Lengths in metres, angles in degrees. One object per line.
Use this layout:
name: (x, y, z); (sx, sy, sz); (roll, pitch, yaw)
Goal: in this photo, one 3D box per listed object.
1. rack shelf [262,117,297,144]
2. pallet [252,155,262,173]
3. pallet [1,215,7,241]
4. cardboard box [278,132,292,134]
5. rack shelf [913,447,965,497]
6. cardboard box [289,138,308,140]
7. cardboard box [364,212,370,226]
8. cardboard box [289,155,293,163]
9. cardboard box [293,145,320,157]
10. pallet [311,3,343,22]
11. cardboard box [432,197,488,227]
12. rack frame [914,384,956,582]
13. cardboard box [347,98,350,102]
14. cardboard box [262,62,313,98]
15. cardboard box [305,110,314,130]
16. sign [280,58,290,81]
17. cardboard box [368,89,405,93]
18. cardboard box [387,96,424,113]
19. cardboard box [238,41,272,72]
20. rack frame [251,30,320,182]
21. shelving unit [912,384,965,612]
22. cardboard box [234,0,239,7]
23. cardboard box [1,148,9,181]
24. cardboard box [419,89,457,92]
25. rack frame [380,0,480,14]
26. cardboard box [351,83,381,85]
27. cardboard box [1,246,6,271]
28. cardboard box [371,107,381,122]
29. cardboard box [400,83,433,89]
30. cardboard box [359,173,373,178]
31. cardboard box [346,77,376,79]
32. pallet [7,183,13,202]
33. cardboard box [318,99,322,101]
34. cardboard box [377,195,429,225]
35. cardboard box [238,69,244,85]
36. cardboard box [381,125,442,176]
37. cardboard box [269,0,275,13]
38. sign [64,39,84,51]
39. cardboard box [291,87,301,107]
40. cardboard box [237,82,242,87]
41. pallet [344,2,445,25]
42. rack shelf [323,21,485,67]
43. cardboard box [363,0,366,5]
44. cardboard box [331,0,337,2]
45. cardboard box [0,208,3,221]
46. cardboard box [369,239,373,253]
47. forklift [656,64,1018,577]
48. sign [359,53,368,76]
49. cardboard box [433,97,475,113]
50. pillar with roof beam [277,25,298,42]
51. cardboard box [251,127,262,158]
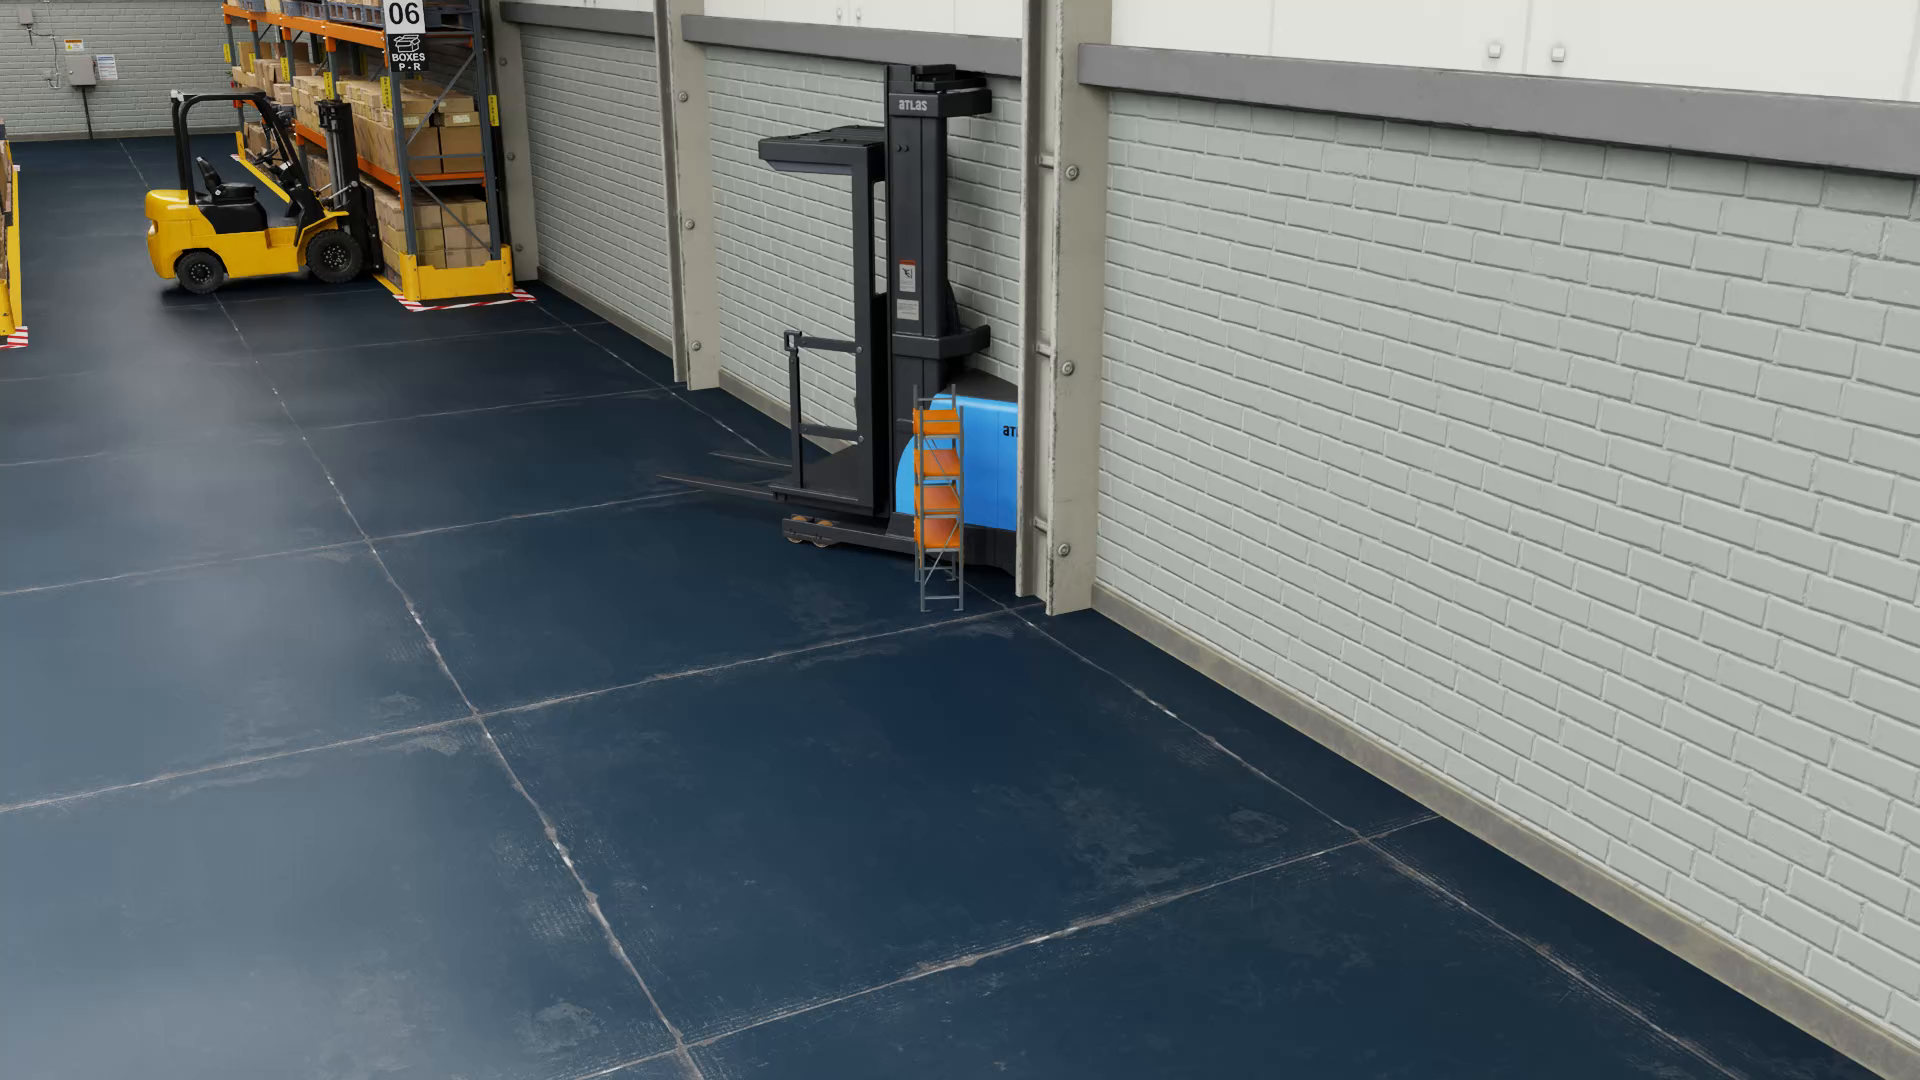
rack shelf: (-10.358, -6.706, 26.570); (1.077, 0.370, 4.000); (-10, 21, -27)
pallet: (-12.216, -6.850, 30.160); (1.003, 0.211, 1.213); (-10, 21, -27)
pallet: (-13.405, -4.159, 22.362); (1.003, 0.211, 1.213); (-10, 21, -27)
cardboard box: (-11.172, -6.732, 27.737); (0.380, 0.149, 0.250); (-11, 22, -28)
rack shelf: (-0.124, -0.390, 9.443); (0.258, 0.148, 0.480); (-2, 19, -5)
cardboard box: (-10.543, -6.362, 26.663); (0.380, 0.149, 0.250); (-10, 21, -26)
cardboard box: (-6.843, -3.837, 19.957); (0.500, 0.250, 0.500); (-10, 21, -27)
cardboard box: (-10.278, -5.872, 26.239); (0.500, 0.500, 0.500); (-9, 21, -24)
cardboard box: (-10.023, -5.972, 25.533); (0.380, 0.149, 0.250); (-11, 22, -29)
pallet: (-7.939, -6.903, 21.731); (0.805, 0.209, 1.217); (-11, 22, -29)
cardboard box: (-5.671, -3.714, 18.835); (0.500, 0.250, 0.500); (-10, 22, -27)
rack frame: (-0.145, -0.322, 9.724); (0.240, 1.200, 0.015); (-2, 19, -5)
cardboard box: (-7.265, -5.319, 20.298); (0.380, 0.149, 0.250); (-9, 21, -25)
cardboard box: (-10.656, -7.319, 26.445); (0.700, 0.500, 0.500); (-10, 21, -27)
cardboard box: (-8.928, -5.944, 23.489); (0.500, 0.250, 0.500); (-11, 22, -28)
sign: (-9.882, -6.895, 24.362); (0.100, 0.325, 0.005); (-10, 21, -27)
cardboard box: (-6.699, -5.180, 19.440); (0.380, 0.149, 0.250); (-10, 21, -26)
cardboard box: (-6.110, -4.806, 18.358); (0.380, 0.149, 0.250); (-10, 21, -27)
cardboard box: (-12.516, -8.590, 29.552); (0.500, 0.500, 0.500); (-9, 21, -25)
rack frame: (-11.308, -7.620, 28.117); (1.000, 3.000, 0.127); (-10, 21, -27)
shelving unit: (-0.124, -0.242, 9.495); (0.258, 1.200, 0.503); (-2, 19, -5)
cardboard box: (-12.496, -9.414, 29.103); (0.380, 0.149, 0.250); (-10, 21, -26)
cardboard box: (-15.878, -6.035, 26.805); (0.875, 0.438, 0.875); (-10, 22, -27)
cardboard box: (-6.103, -5.189, 19.468); (0.380, 0.149, 0.250); (-11, 22, -28)
rack frame: (-5.610, -7.011, 17.155); (1.000, 3.000, 0.127); (-10, 21, -27)
cardboard box: (-7.286, -5.548, 20.507); (0.380, 0.149, 0.250); (-10, 22, -28)
cardboard box: (-11.097, -3.173, 18.800); (0.500, 0.250, 0.500); (-11, 22, -28)
cardboard box: (-6.514, -4.881, 19.029); (0.380, 0.149, 0.250); (-11, 22, -28)
cardboard box: (-6.697, -5.559, 20.539); (0.380, 0.149, 0.250); (-10, 22, -28)
cardboard box: (-7.555, -4.508, 21.135); (0.500, 0.250, 0.500); (-10, 22, -27)
cardboard box: (-8.606, -6.563, 23.904); (0.380, 0.149, 0.250); (-10, 22, -28)
pallet: (-15.242, -5.322, 25.732); (1.003, 0.211, 1.213); (-10, 21, -27)
cardboard box: (-8.218, -5.737, 22.123); (0.500, 0.250, 0.500); (-11, 22, -28)
cardboard box: (-6.350, -3.776, 19.016); (0.500, 0.250, 0.500); (-10, 21, -26)
cardboard box: (-12.746, -8.377, 30.082); (0.500, 0.250, 0.500); (-10, 22, -28)
cardboard box: (-6.074, -4.323, 18.409); (0.500, 0.500, 0.500); (-11, 22, -28)
cardboard box: (-10.105, -8.073, 25.060); (0.500, 0.250, 0.500); (-10, 21, -26)
sign: (-18.501, -10.339, 34.728); (0.339, 0.242, 0.001); (-10, 21, -27)
cardboard box: (-9.435, -6.468, 24.242); (0.500, 0.250, 0.500); (-10, 21, -27)
cardboard box: (-13.293, -8.513, 31.089); (0.380, 0.149, 0.250); (-10, 21, -27)
pallet: (-6.506, -6.109, 19.275); (1.003, 0.211, 1.213); (-10, 21, -27)
rack shelf: (-6.559, -5.828, 19.426); (1.077, 0.370, 4.000); (-10, 21, -27)
cardboard box: (-6.391, -6.039, 18.345); (0.396, 0.266, 0.258); (-10, 21, -27)
cardboard box: (-7.328, -6.669, 20.100); (0.500, 0.311, 0.500); (-9, 21, -26)
cardboard box: (-13.516, -4.495, 22.443); (0.950, 0.372, 0.625); (-12, 22, -30)
cardboard box: (-6.835, -3.595, 20.023); (0.500, 0.250, 0.500); (-9, 21, -25)
forklift: (-0.557, -1.480, 10.428); (3.031, 2.935, 1.130); (10, 21, 26)
sign: (-8.922, -7.106, 24.852); (0.100, 0.325, 0.005); (-10, 21, -27)
cardboard box: (-5.581, -4.800, 18.338); (0.380, 0.149, 0.250); (-10, 22, -28)
pillar with roof beam: (-17.483, -11.851, 31.181); (9.100, 9.000, 0.400); (-10, 21, -27)
cardboard box: (-12.466, -7.177, 30.019); (0.500, 0.500, 0.500); (-10, 21, -26)
